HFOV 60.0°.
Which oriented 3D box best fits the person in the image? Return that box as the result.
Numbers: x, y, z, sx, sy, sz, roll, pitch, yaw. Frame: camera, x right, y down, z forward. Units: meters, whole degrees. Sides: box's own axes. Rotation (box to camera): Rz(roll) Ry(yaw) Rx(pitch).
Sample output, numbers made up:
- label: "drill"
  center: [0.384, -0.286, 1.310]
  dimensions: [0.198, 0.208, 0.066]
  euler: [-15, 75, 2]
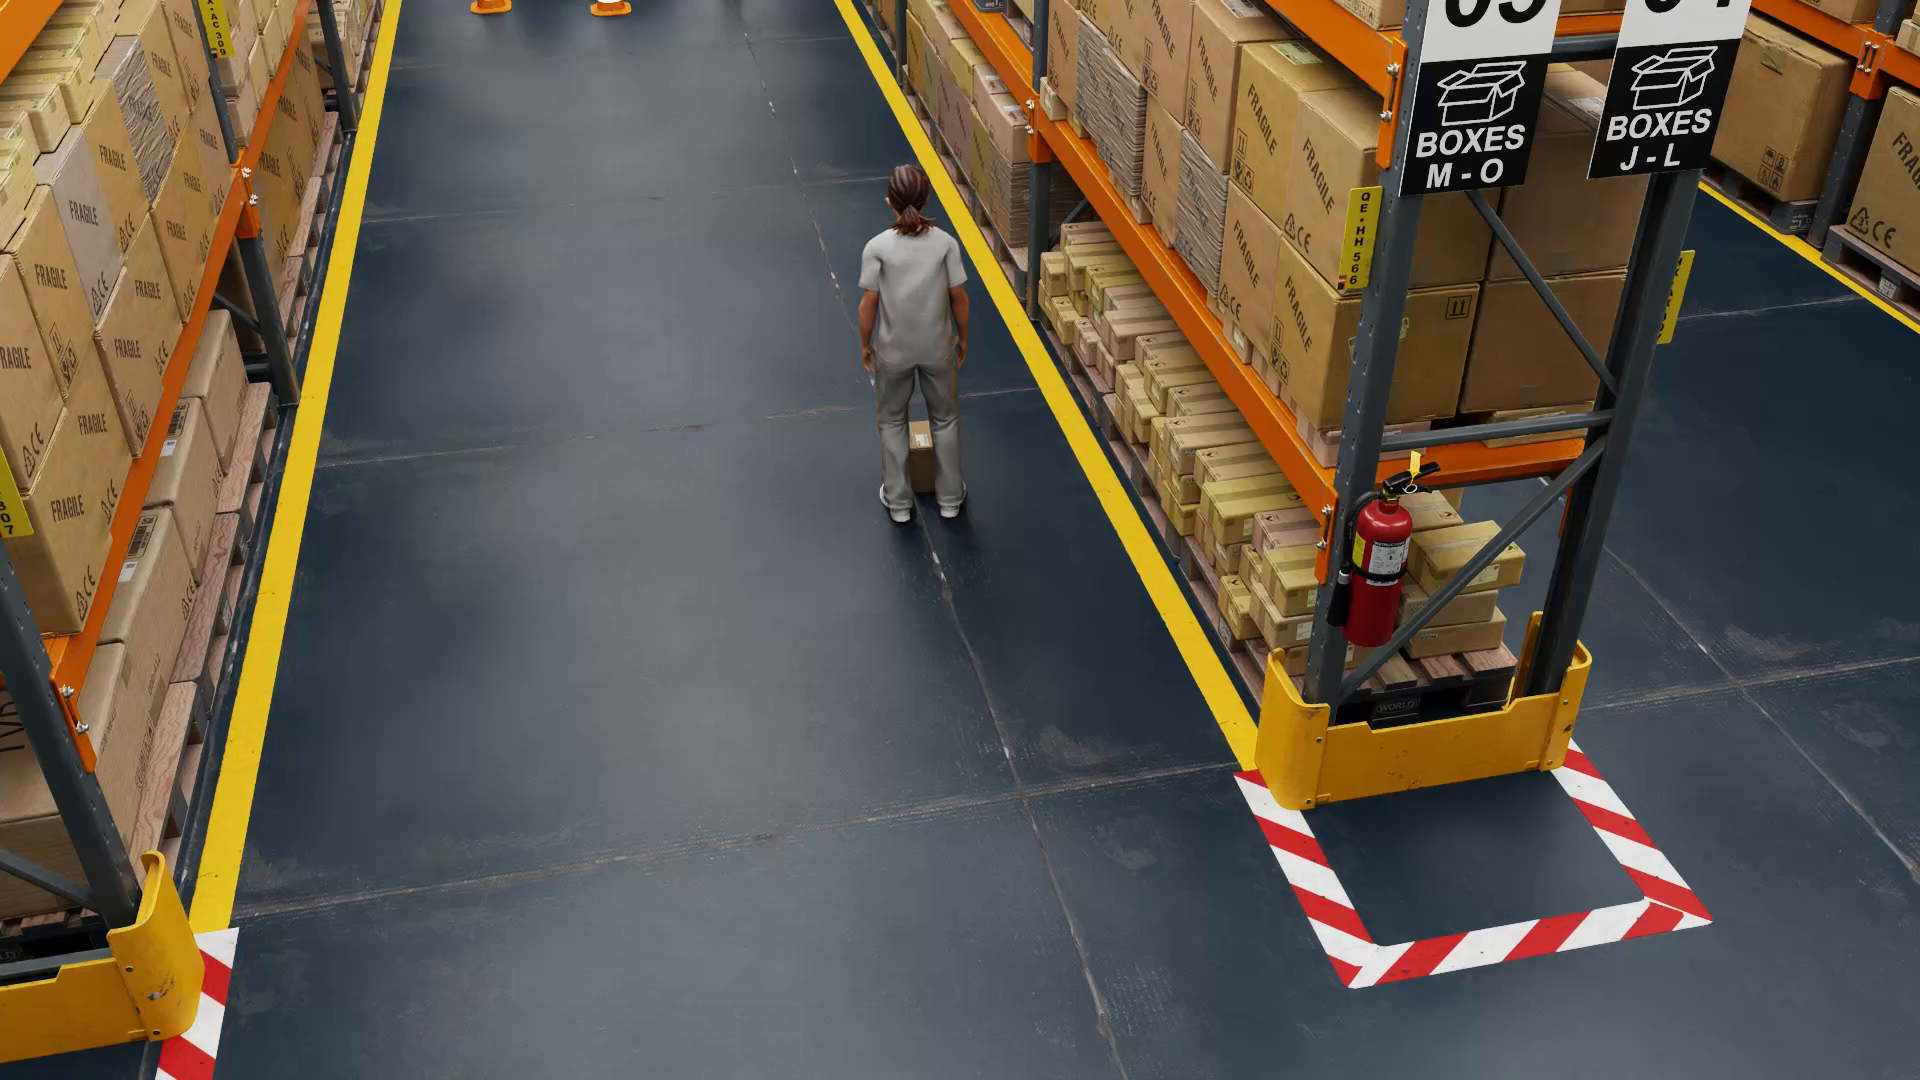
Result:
- label: "person"
  center: [-0.200, -0.845, 7.374]
  dimensions: [0.487, 1.673, 0.356]
  euler: [-4, 35, -5]
